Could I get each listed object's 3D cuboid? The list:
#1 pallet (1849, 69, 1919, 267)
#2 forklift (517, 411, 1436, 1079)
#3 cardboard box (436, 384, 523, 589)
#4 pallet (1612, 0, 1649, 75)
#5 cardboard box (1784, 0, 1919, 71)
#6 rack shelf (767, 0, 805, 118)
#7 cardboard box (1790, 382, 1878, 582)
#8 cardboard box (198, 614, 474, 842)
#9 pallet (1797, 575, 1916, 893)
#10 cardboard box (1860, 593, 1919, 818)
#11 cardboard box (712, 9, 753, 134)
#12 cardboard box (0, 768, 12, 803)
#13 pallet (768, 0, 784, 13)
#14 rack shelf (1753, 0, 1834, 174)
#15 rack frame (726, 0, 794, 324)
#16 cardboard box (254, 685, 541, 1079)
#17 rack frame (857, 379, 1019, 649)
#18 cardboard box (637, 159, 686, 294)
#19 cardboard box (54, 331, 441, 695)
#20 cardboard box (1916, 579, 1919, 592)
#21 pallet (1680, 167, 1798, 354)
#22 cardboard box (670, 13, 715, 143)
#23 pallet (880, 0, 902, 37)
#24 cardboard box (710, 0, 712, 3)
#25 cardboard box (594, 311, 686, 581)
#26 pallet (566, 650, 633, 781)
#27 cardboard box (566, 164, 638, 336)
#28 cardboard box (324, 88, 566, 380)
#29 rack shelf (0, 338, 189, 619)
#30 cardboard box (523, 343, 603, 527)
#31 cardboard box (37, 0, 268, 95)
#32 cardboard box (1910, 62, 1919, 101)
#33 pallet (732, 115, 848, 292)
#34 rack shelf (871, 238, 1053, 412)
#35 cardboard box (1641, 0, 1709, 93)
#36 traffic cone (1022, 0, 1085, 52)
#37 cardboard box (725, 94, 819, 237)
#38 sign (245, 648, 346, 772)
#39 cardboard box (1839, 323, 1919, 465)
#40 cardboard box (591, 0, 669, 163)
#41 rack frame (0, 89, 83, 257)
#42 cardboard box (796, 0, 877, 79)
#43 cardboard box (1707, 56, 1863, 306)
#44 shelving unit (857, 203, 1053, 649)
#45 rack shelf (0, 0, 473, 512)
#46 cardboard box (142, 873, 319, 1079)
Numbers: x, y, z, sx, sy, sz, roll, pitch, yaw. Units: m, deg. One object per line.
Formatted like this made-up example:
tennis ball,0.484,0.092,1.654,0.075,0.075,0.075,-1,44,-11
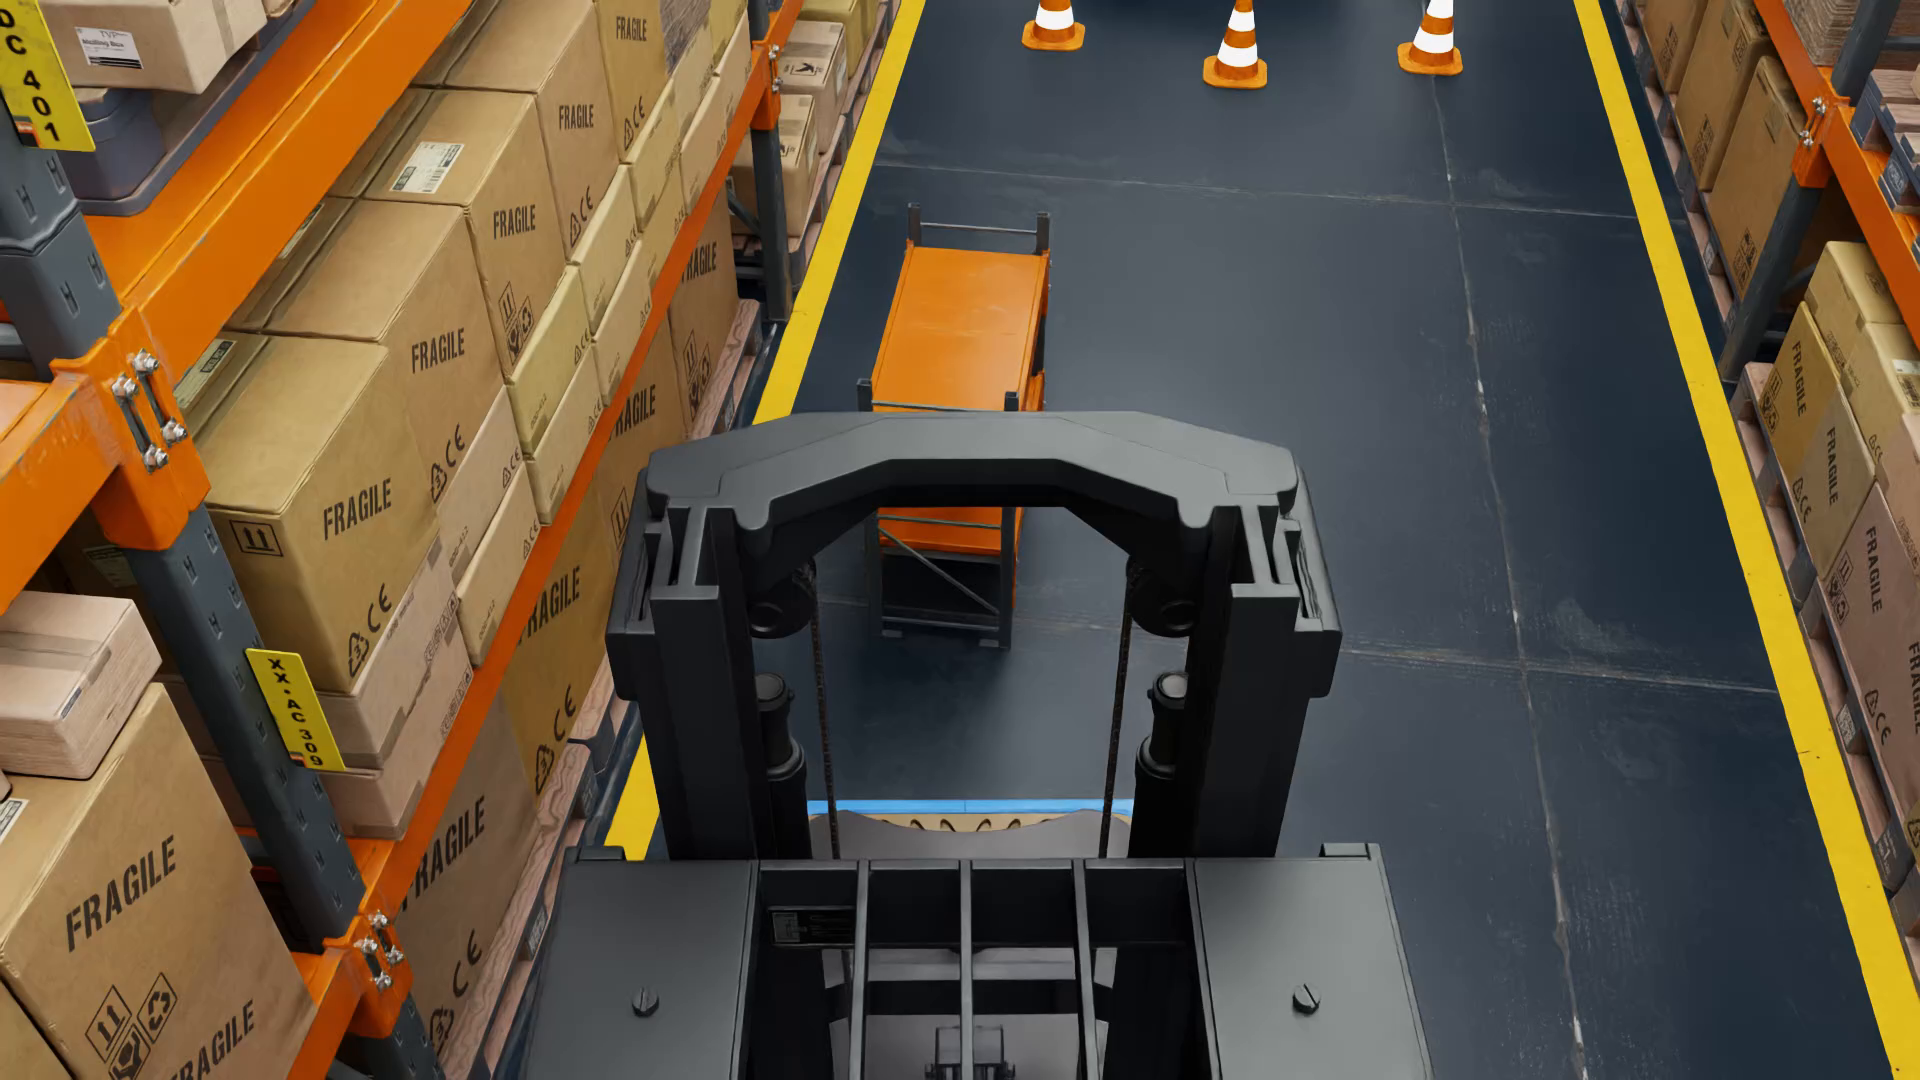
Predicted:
pallet,3.695,-1.171,5.444,1.213,0.211,1.003,5,44,6
forklift,0.019,1.359,2.683,1.130,2.935,3.031,0,43,0
cardboard box,-1.386,-0.150,3.972,0.500,0.250,0.500,6,44,6
pallet,4.185,-2.917,9.177,1.003,0.211,1.213,5,44,6
cardboard box,3.477,-2.103,6.217,0.500,0.500,0.500,5,44,6
rack shelf,-0.972,-3.219,7.991,1.077,0.370,4.000,5,44,6
cardboard box,3.274,-0.179,5.770,0.500,0.500,0.500,6,44,6
cardboard box,-1.445,0.388,3.768,0.500,0.250,0.500,4,44,5
pallet,3.415,0.638,5.422,1.003,0.211,1.213,5,44,6
cardboard box,3.143,0.519,5.032,0.500,0.500,0.500,4,44,5
cardboard box,-1.046,-1.694,5.967,0.500,0.250,0.500,4,44,4
cardboard box,-1.633,0.383,2.392,0.380,0.149,0.250,6,44,7
pallet,-1.248,-2.543,6.893,1.213,0.211,1.003,5,44,6
rack shelf,3.948,-2.838,7.588,1.077,0.370,4.000,5,44,6
rack frame,-1.236,-2.117,6.304,1.000,3.000,0.127,5,44,6
cardboard box,-1.763,0.798,4.465,0.875,0.875,0.875,6,44,7
rack frame,-0.068,-0.057,5.492,0.500,1.125,0.032,5,44,6
cardboard box,-1.180,-1.003,5.237,0.500,0.250,0.500,5,44,5
cardboard box,-1.422,-0.064,3.336,0.500,0.500,0.500,6,44,6
cardboard box,3.140,0.232,4.791,0.500,0.250,0.500,3,44,4
pallet,3.862,-1.254,7.420,1.003,0.211,1.213,5,44,6
cardboard box,-1.113,-1.541,5.441,0.500,0.250,0.500,4,44,4
pallet,-0.809,-3.300,9.581,1.003,0.211,1.213,5,44,6
cardboard box,-1.046,-2.140,5.529,0.500,0.500,0.500,4,44,4
cardboard box,-1.532,-0.427,5.759,0.875,0.875,0.875,6,44,6
pallet,-1.579,0.255,5.827,1.003,0.211,1.213,5,44,6
cardboard box,-1.229,-0.836,4.697,0.500,0.250,0.500,4,44,4
cardboard box,-1.314,-0.755,4.065,0.500,0.500,0.500,4,44,4
rack shelf,-2.030,1.144,1.201,1.077,0.370,4.000,5,44,6
cardboard box,-1.295,-0.313,4.508,0.500,0.250,0.500,5,44,5
cardboard box,-1.352,-0.893,2.622,0.396,0.266,0.258,5,44,5
cardboard box,3.424,-1.510,5.541,0.380,0.149,0.250,5,44,5
pallet,-1.132,-1.637,7.825,1.003,0.211,1.213,5,44,6
rack shelf,-0.001,-0.616,5.657,0.538,0.278,1.000,5,44,6
cardboard box,4.088,-2.709,8.260,1.050,0.750,0.750,5,44,6
traffic cone,0.516,-2.949,9.028,0.336,0.463,0.334,5,44,6
cardboard box,-1.152,-1.699,7.469,0.950,0.372,0.625,3,43,3
sign,-1.215,0.316,3.048,0.100,0.325,0.005,5,44,6
cardboard box,3.285,-0.459,5.521,0.500,0.250,0.500,5,44,5
cardboard box,-1.177,-1.452,4.802,0.500,0.500,0.500,5,44,6
rack frame,-1.765,-1.569,1.362,1.000,3.000,0.127,5,44,6
cardboard box,-0.956,-2.719,8.546,0.950,0.372,0.625,7,44,7
cardboard box,3.853,-1.478,6.960,1.050,0.750,0.750,5,44,5
shelving unit,-0.001,-0.404,5.858,0.538,1.125,1.048,5,44,6
rack shelf,-1.501,-1.582,4.080,1.077,0.370,4.000,5,44,6
cardboard box,-1.573,0.912,3.032,0.500,0.500,0.500,6,44,6
